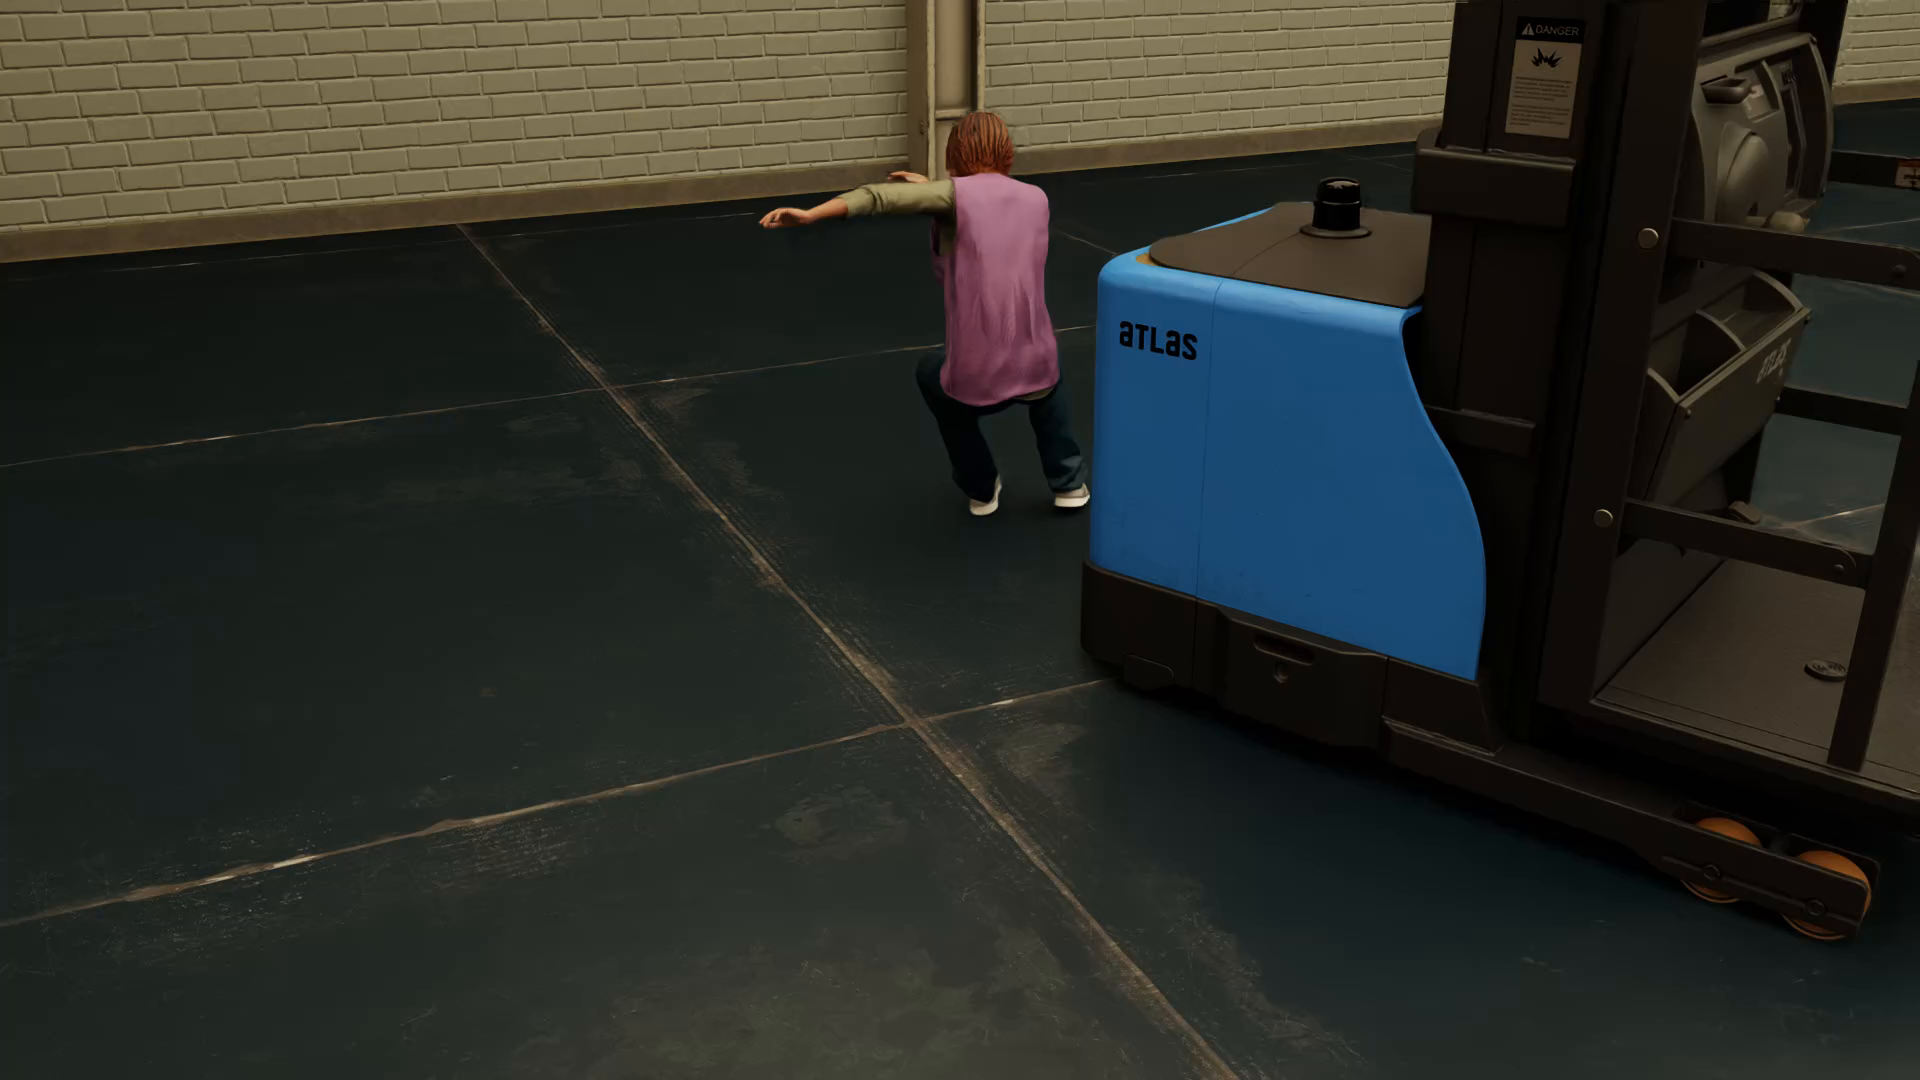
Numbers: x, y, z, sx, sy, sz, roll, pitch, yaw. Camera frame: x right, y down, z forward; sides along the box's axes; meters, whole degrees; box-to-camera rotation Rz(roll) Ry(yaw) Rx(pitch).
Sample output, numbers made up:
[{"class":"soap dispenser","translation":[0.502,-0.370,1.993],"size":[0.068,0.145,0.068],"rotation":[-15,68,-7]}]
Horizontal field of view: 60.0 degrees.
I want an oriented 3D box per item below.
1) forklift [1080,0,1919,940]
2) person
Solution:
[{"class":"forklift","translation":[1.775,-0.807,3.228],"size":[3.031,2.935,1.130],"rotation":[17,28,35]},{"class":"person","translation":[-0.058,-0.572,4.853],"size":[1.223,1.296,0.639],"rotation":[-10,25,-22]}]
